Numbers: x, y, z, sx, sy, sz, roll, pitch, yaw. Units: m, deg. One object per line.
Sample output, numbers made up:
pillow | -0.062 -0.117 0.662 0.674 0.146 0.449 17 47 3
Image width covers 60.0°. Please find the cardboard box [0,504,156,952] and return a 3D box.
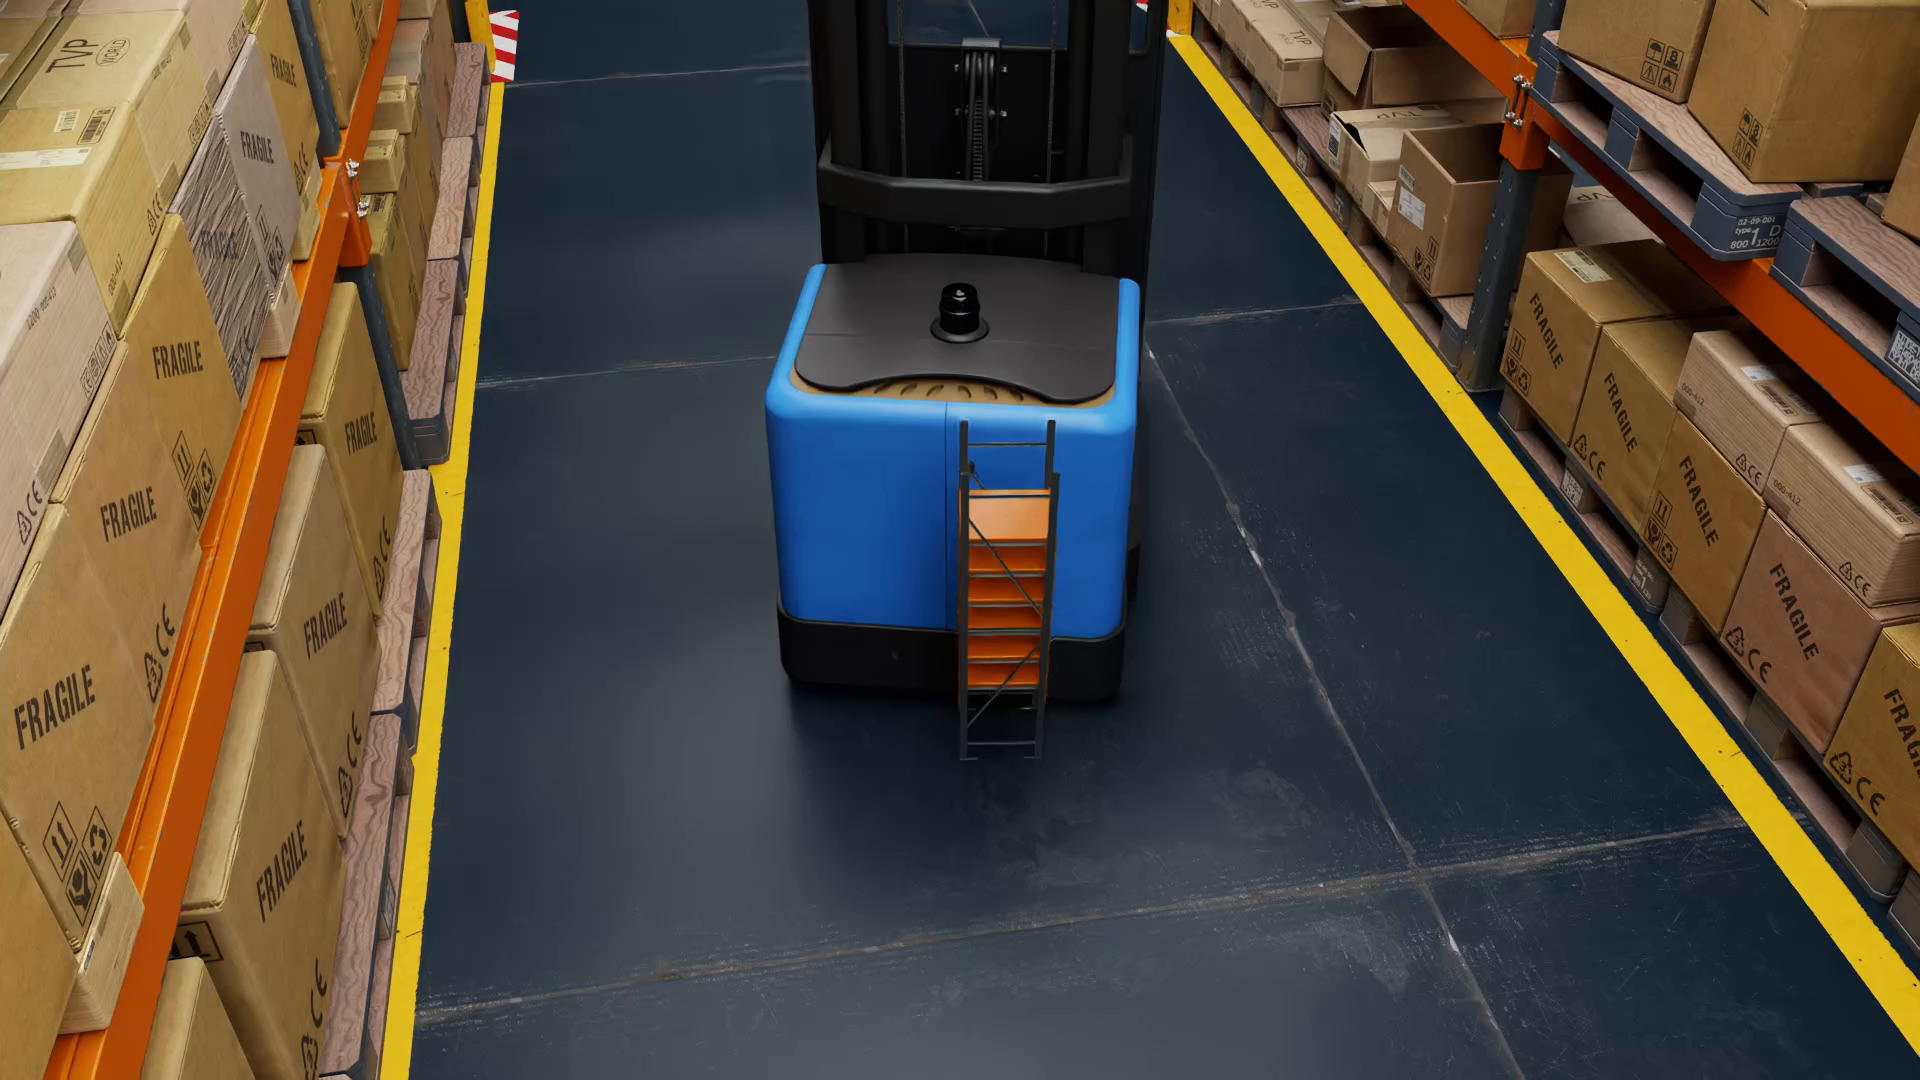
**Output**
cardboard box | -1.632 0.308 2.568 0.500 0.500 0.500 -5 38 -6

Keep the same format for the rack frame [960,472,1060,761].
rack frame | 0.121 0.243 4.472 0.240 1.200 0.006 -1 48 -1

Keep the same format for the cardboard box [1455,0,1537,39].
cardboard box | 2.119 -2.153 5.995 0.500 0.500 0.500 -6 38 -7

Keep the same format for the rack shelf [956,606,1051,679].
rack shelf | 0.119 0.286 4.655 0.258 0.103 0.180 -1 48 -1

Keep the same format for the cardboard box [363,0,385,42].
cardboard box | -2.619 -2.194 5.884 0.980 0.700 0.700 -7 38 -9

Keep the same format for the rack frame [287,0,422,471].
rack frame | -2.417 -1.305 4.984 1.000 3.000 0.127 -6 38 -8

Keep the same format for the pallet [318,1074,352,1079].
pallet | -1.780 1.728 3.353 1.003 0.211 1.213 -6 38 -8

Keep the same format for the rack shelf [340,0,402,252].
rack shelf | -2.768 -2.228 6.760 1.077 0.370 4.000 -6 38 -8

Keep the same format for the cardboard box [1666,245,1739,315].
cardboard box | 2.828 -0.759 5.961 0.500 0.500 0.500 -6 38 -8

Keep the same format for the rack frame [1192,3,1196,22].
rack frame | 1.758 -4.256 8.783 1.000 3.000 0.127 -6 38 -8

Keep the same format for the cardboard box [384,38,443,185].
cardboard box | -2.720 -1.881 7.422 0.700 0.500 0.500 -7 38 -9

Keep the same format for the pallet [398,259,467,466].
pallet | -2.473 -0.671 6.442 1.003 0.211 1.213 -6 38 -8

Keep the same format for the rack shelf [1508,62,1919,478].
rack shelf | 2.810 -0.348 4.339 1.077 0.370 4.000 -6 38 -8

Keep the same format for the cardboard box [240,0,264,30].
cardboard box | -2.083 -1.511 4.298 0.500 0.250 0.500 -5 38 -7

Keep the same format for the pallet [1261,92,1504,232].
pallet | 2.123 -1.892 8.013 1.003 0.211 1.213 -6 38 -8

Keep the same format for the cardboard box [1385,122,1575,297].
cardboard box | 2.080 -1.340 6.709 0.500 0.500 0.500 -6 38 -8

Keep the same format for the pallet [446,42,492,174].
pallet | -2.901 -2.145 8.339 1.003 0.211 1.213 -6 38 -8

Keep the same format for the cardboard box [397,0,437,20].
cardboard box | -2.650 -2.531 7.730 0.380 0.149 0.250 -5 38 -7

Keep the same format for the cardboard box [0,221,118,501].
cardboard box | -1.728 -0.278 2.711 0.500 0.250 0.500 -6 38 -8

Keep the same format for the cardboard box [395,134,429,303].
cardboard box | -2.532 -1.250 6.609 0.700 0.500 0.500 -7 38 -8

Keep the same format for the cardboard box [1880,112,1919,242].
cardboard box | 2.830 -0.984 4.148 0.700 0.500 0.500 -16 41 -19

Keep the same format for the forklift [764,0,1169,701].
forklift | 0.109 -1.565 5.376 1.130 2.935 3.031 3 38 4

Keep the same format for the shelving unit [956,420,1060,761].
shelving unit | 0.120 0.175 4.534 0.258 1.200 0.189 -1 48 -1

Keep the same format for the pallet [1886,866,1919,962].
pallet | 3.067 1.223 4.004 1.003 0.211 1.213 -6 38 -8

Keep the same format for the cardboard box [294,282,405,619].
cardboard box | -2.175 -0.243 5.028 0.750 0.750 0.750 -6 38 -7

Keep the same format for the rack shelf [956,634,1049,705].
rack shelf | 0.119 0.367 4.744 0.258 0.103 0.180 -1 48 -1

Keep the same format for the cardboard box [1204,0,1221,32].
cardboard box | 1.537 -2.870 8.950 0.380 0.166 0.250 -6 38 -8

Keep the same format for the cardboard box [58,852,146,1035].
cardboard box | -1.544 0.656 2.649 0.380 0.149 0.250 -5 38 -7

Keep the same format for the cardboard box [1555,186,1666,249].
cardboard box | 2.599 -1.228 6.719 0.500 0.311 0.500 -6 38 -8

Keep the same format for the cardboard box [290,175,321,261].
cardboard box | -2.012 -0.890 4.639 0.380 0.149 0.250 -6 38 -7

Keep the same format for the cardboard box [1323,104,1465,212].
cardboard box | 1.949 -1.718 7.350 0.500 0.311 0.500 -6 38 -8

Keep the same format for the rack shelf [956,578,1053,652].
rack shelf | 0.119 0.205 4.567 0.258 0.103 0.180 -1 48 -1

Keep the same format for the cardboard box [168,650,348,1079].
cardboard box | -1.863 0.806 3.677 0.750 0.750 0.750 -6 38 -8

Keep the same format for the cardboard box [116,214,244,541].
cardboard box | -1.816 -0.305 3.358 0.500 0.500 0.500 -5 38 -7

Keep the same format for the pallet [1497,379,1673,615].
pallet | 2.639 -0.251 5.901 1.003 0.211 1.213 -6 38 -8

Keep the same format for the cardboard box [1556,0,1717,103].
cardboard box | 2.322 -1.735 5.114 0.700 0.500 0.500 -19 42 -23

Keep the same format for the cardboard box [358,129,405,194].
cardboard box | -2.328 -1.429 6.310 0.380 0.149 0.250 -5 38 -6

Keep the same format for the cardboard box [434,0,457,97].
cardboard box | -2.897 -2.487 8.202 0.700 0.500 0.500 -6 38 -8

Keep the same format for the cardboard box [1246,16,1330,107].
cardboard box | 1.749 -2.381 8.252 0.500 0.250 0.500 -6 38 -8

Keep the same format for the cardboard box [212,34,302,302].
cardboard box | -1.989 -0.911 4.137 0.500 0.500 0.500 -6 38 -8

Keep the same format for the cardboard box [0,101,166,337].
cardboard box | -1.824 -0.585 3.107 0.500 0.250 0.500 -7 38 -9

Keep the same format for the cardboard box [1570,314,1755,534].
cardboard box | 2.409 -0.387 5.482 0.500 0.500 0.500 -6 38 -7

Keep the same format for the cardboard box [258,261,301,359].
cardboard box | -1.906 -0.575 4.234 0.380 0.149 0.250 -6 38 -8

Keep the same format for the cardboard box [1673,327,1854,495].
cardboard box | 2.480 -0.400 4.888 0.500 0.250 0.500 -6 38 -8

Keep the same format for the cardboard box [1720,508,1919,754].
cardboard box | 2.577 0.221 4.699 0.500 0.500 0.500 -8 38 -10

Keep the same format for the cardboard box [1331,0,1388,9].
cardboard box | 2.078 -2.754 8.801 0.380 0.166 0.250 -6 38 -8

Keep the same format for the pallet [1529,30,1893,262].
pallet | 2.492 -1.269 5.095 1.003 0.211 1.213 -6 38 -8

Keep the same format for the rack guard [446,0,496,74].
rack guard | -3.122 -2.748 8.880 1.175 0.500 0.348 -6 38 -8
